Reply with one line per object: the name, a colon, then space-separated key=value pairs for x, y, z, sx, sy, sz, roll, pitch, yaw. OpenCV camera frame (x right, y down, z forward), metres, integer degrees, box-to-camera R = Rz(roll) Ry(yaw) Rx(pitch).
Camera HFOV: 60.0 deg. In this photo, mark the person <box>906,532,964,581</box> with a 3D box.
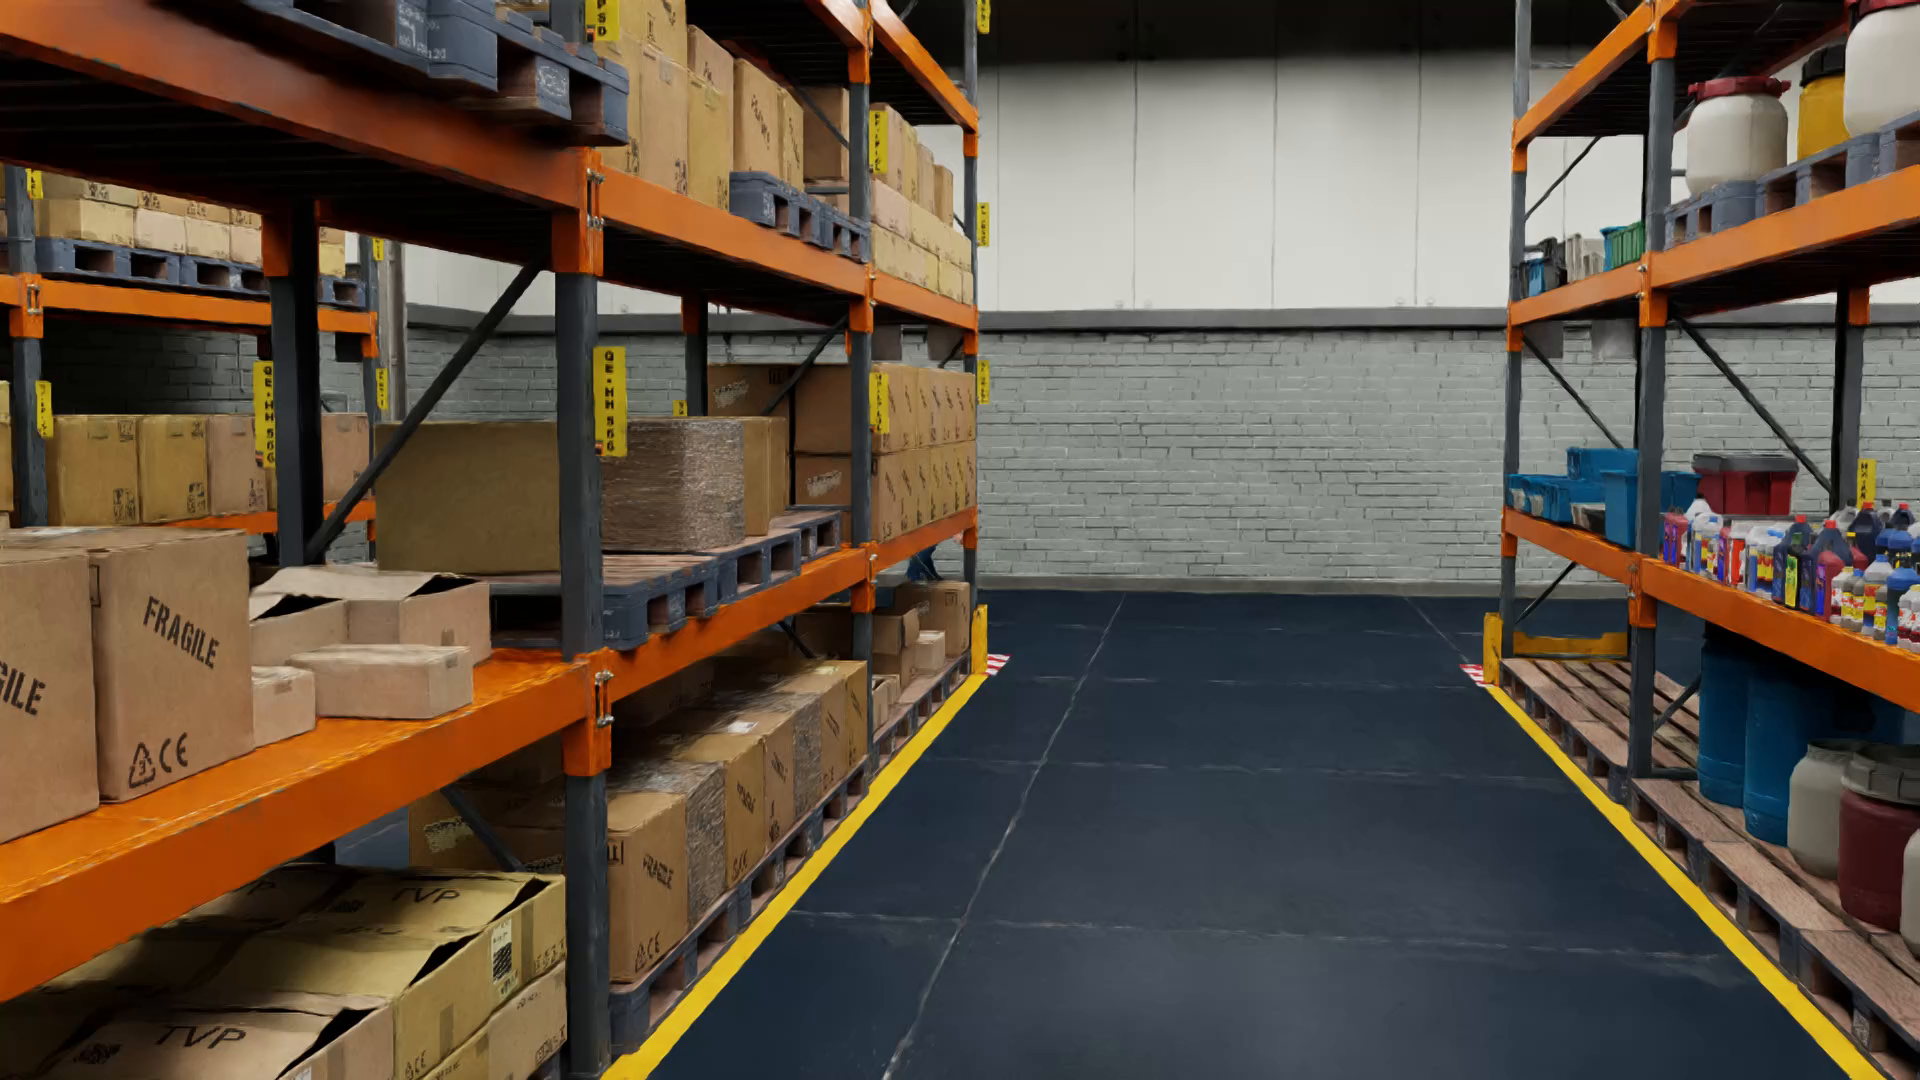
person: x=-0.351 y=0.005 z=15.709 sx=0.856 sy=1.545 sz=0.578 roll=-4 pitch=6 yaw=-43
